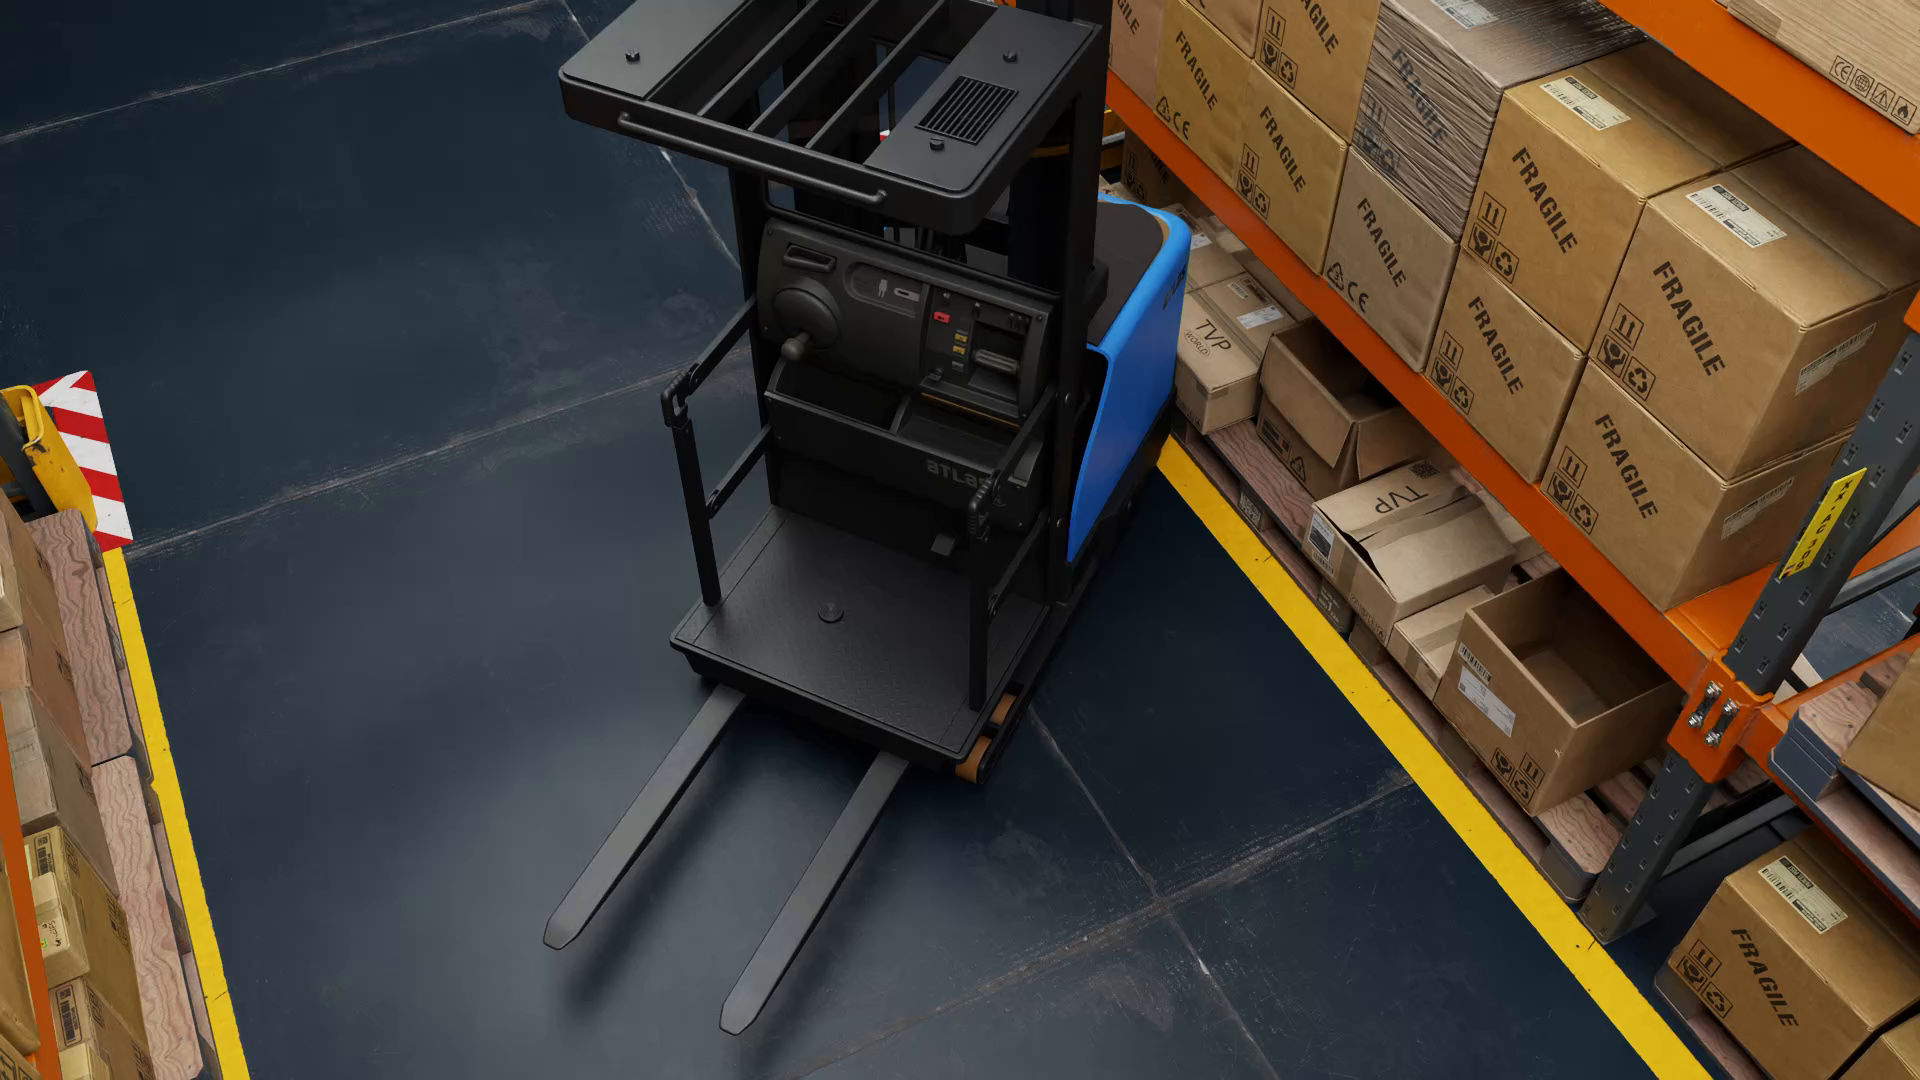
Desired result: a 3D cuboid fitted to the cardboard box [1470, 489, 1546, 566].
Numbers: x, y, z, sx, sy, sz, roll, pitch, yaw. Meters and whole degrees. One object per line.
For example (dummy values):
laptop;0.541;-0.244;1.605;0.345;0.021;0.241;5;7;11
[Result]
cardboard box;1.999;-0.083;5.920;0.380;0.166;0.250;-21;52;-18

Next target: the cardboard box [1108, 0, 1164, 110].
cardboard box;0.783;-1.919;5.869;0.500;0.500;0.500;-22;52;-18

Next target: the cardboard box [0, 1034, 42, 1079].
cardboard box;-2.233;1.301;2.920;0.980;0.700;0.700;-20;52;-17

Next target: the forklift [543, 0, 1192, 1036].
forklift;-0.273;-0.543;4.778;1.130;2.935;3.031;20;52;17

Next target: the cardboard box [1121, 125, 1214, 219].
cardboard box;1.041;-1.660;7.078;0.500;0.500;0.500;-21;52;-18

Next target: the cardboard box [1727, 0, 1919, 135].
cardboard box;1.945;-1.112;3.337;0.500;0.250;0.500;-21;52;-18

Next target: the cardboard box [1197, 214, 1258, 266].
cardboard box;1.146;-1.248;6.939;0.380;0.166;0.250;-21;52;-18

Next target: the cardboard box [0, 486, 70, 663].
cardboard box;-3.420;0.210;5.455;0.700;0.500;0.500;-21;52;-18

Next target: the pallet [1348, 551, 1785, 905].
pallet;2.090;0.518;5.657;1.003;0.211;1.213;-21;52;-18

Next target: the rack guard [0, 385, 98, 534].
rack guard;-3.841;-0.102;6.007;1.175;0.500;0.348;-21;52;-18

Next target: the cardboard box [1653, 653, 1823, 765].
cardboard box;2.404;0.445;5.362;0.500;0.311;0.500;-21;52;-18

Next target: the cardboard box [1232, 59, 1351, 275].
cardboard box;1.237;-1.247;5.281;0.500;0.500;0.500;-21;52;-17

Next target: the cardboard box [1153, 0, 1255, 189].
cardboard box;1.010;-1.582;5.574;0.500;0.500;0.500;-21;52;-18

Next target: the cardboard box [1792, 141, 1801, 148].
cardboard box;2.202;-1.060;4.453;0.500;0.500;0.500;-23;53;-19

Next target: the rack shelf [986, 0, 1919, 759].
rack shelf;1.488;-1.042;5.646;1.077;0.370;4.000;-21;52;-18

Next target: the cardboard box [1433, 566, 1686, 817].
cardboard box;1.891;0.454;5.228;0.500;0.500;0.500;-21;52;-18

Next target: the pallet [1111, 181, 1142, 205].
pallet;0.974;-1.115;7.085;1.003;0.211;1.213;-21;52;-18

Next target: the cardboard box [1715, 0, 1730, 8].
cardboard box;1.725;-1.450;3.633;0.500;0.250;0.500;-21;52;-18

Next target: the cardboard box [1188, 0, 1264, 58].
cardboard box;1.012;-1.908;5.195;0.500;0.500;0.500;-21;52;-17

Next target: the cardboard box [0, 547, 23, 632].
cardboard box;-3.082;0.191;5.041;0.380;0.149;0.250;-20;52;-17

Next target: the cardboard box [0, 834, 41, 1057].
cardboard box;-2.562;0.811;3.349;0.980;0.700;0.700;-22;53;-18

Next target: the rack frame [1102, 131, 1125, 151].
rack frame;0.573;-2.617;6.546;1.000;3.000;0.127;-21;52;-18

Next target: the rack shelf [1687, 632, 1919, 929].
rack shelf;3.319;1.635;3.305;1.077;0.370;4.000;-21;52;-18

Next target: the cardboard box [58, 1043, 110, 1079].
cardboard box;-2.245;1.412;3.973;0.380;0.149;0.250;-20;52;-16

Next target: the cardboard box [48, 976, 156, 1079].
cardboard box;-2.477;1.580;4.257;0.700;0.500;0.500;-22;52;-18

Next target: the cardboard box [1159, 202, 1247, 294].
cardboard box;0.799;-1.061;6.719;0.500;0.250;0.500;-21;52;-18

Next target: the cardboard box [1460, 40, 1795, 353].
cardboard box;1.705;-0.894;4.308;0.500;0.500;0.500;-22;52;-18

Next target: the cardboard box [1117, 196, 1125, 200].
cardboard box;0.574;-1.263;6.952;0.380;0.166;0.250;-21;52;-18

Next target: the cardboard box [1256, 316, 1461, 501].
cardboard box;1.539;-0.519;6.077;0.797;0.503;0.637;-21;52;-18

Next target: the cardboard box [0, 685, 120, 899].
cardboard box;-2.961;0.881;4.868;0.700;0.500;0.500;-23;53;-19

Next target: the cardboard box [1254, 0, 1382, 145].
cardboard box;1.246;-1.568;4.898;0.500;0.500;0.500;-22;52;-18

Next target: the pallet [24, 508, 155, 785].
pallet;-3.394;0.518;5.657;1.003;0.211;1.213;-21;52;-18

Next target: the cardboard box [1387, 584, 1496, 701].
cardboard box;1.666;0.340;5.562;0.380;0.149;0.250;-21;52;-18

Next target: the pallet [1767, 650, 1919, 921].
pallet;2.672;0.695;3.777;1.003;0.211;1.213;-21;52;-18

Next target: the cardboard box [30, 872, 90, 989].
cardboard box;-2.484;1.063;4.279;0.380;0.149;0.250;-23;53;-19

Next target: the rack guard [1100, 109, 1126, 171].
rack guard;0.608;-1.744;7.443;1.175;0.500;0.348;-21;52;-18

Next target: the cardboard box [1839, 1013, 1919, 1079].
cardboard box;2.662;1.499;4.315;0.500;0.500;0.500;-20;52;-17

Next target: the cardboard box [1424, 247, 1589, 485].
cardboard box;1.710;-0.564;4.684;0.500;0.500;0.500;-20;52;-17

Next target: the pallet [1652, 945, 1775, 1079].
pallet;2.809;1.509;4.790;1.003;0.211;1.213;-21;52;-18

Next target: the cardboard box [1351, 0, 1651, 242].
cardboard box;1.475;-1.231;4.603;0.500;0.500;0.500;-21;52;-17

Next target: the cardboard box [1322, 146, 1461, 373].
cardboard box;1.472;-0.907;4.984;0.500;0.500;0.500;-20;52;-17

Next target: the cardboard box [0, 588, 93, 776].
cardboard box;-3.191;0.545;5.162;0.700;0.500;0.500;-21;52;-18

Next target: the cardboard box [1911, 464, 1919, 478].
cardboard box;2.413;-0.408;4.548;0.500;0.500;0.500;-20;52;-17

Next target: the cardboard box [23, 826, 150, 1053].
cardboard box;-2.710;1.236;4.558;0.700;0.500;0.500;-20;52;-17

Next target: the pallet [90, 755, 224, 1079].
pallet;-2.840;1.333;4.944;1.003;0.211;1.213;-21;52;-18

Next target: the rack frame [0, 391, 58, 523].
rack frame;-3.830;-0.909;5.052;1.000;3.000;0.127;-21;52;-18

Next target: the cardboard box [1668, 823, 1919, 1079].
cardboard box;2.408;1.146;4.624;0.500;0.500;0.500;-23;53;-19

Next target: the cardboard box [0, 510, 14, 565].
cardboard box;-3.200;0.020;5.191;0.380;0.149;0.250;-22;52;-18

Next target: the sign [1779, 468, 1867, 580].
sign;1.925;-0.033;3.711;0.100;0.325;0.005;-21;52;-18

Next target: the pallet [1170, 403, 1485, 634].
pallet;1.528;-0.300;6.372;1.003;0.211;1.213;-21;52;-18

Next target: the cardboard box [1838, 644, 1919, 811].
cardboard box;2.421;0.283;3.665;0.500;0.500;0.700;35;58;27

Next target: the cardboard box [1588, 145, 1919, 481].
cardboard box;1.942;-0.552;4.009;0.500;0.500;0.500;-21;52;-17

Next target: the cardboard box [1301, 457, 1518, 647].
cardboard box;1.547;0.015;5.738;0.500;0.311;0.500;-21;52;-18

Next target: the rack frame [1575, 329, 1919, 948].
rack frame;2.404;0.060;4.205;1.000;3.000;0.127;-21;52;-18

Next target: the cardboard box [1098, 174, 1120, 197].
cardboard box;0.459;-1.425;7.105;0.380;0.149;0.250;-21;52;-18

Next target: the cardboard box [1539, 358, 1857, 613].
cardboard box;1.947;-0.219;4.383;0.500;0.500;0.500;-20;52;-17

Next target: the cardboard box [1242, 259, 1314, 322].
cardboard box;1.449;-0.932;6.607;0.500;0.250;0.500;-21;52;-18

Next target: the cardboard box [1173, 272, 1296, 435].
cardboard box;1.027;-0.726;6.427;0.500;0.250;0.500;-21;52;-18
